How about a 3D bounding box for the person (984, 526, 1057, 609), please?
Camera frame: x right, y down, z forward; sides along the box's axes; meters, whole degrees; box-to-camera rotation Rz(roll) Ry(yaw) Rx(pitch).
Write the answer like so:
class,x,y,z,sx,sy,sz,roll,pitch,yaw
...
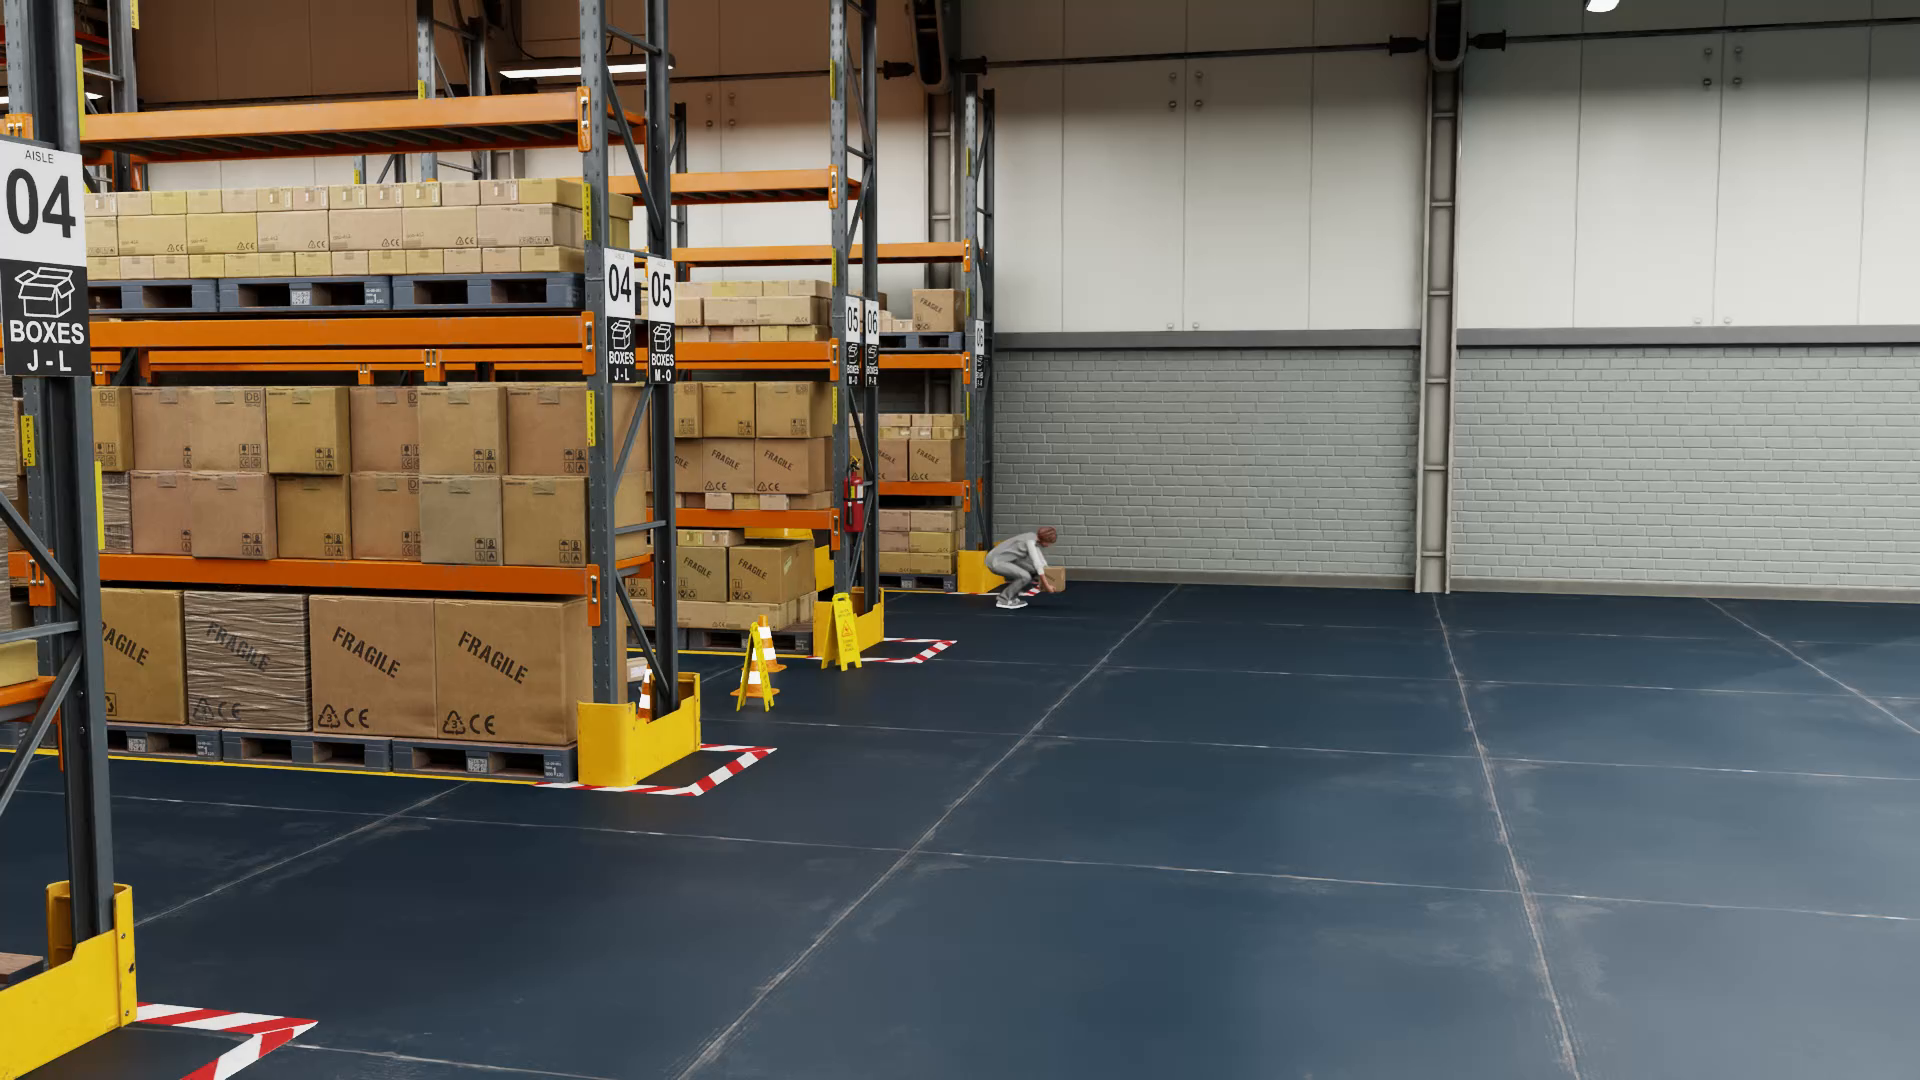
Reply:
class,x,y,z,sx,sy,sz,roll,pitch,yaw
person,0.678,0.295,18.240,0.835,0.908,0.419,1,5,12
